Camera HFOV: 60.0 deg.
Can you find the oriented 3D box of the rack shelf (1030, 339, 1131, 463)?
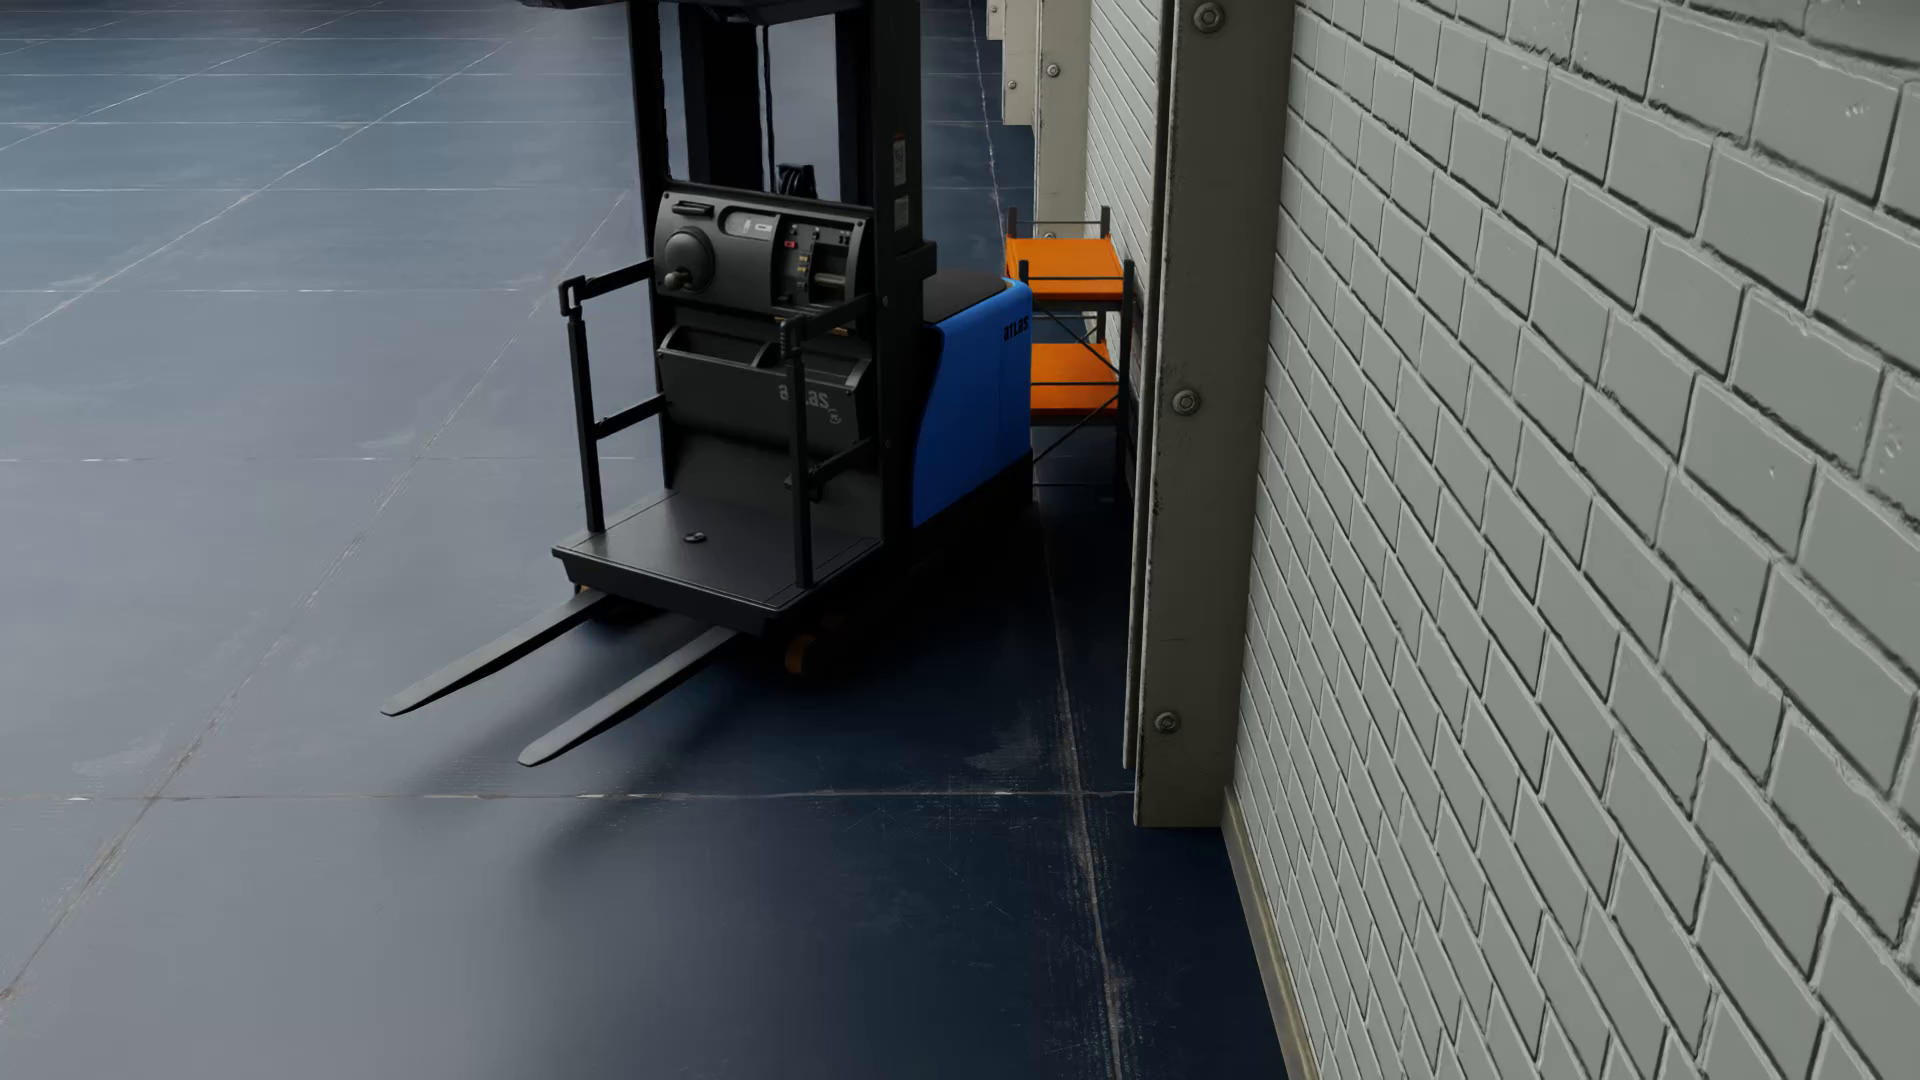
[{"bbox_3d":[0.491,-0.682,7.983,0.538,0.278,1.000,0,24,-1],"label":"rack shelf"}]

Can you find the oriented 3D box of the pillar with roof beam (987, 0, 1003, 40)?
[{"bbox_3d":[-3.796,-10.675,19.932,9.100,9.000,0.400,0,24,-1],"label":"pillar with roof beam"}]

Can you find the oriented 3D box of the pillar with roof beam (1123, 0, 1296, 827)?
[{"bbox_3d":[-3.600,-3.258,3.533,9.100,9.000,0.400,0,24,-1],"label":"pillar with roof beam"}]

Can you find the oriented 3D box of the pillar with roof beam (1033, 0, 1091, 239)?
[{"bbox_3d":[-3.665,-5.730,8.999,9.100,9.000,0.400,0,24,-1],"label":"pillar with roof beam"}]

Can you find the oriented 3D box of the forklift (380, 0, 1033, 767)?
[{"bbox_3d":[-0.855,-1.039,5.990,1.130,2.935,3.031,14,28,27],"label":"forklift"}]

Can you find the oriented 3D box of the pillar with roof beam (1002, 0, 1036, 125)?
[{"bbox_3d":[-3.731,-8.202,14.466,9.100,9.000,0.400,0,24,-1],"label":"pillar with roof beam"}]

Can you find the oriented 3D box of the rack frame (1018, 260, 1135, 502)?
[{"bbox_3d":[0.502,-0.695,7.419,0.500,1.125,0.032,0,24,-1],"label":"rack frame"}]

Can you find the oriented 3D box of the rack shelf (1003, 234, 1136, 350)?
[{"bbox_3d":[0.492,-1.171,7.762,0.538,0.278,1.000,0,24,-1],"label":"rack shelf"}]

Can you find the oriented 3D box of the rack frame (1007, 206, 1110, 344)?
[{"bbox_3d":[0.481,-1.114,8.345,0.500,1.125,0.032,0,24,-1],"label":"rack frame"}]

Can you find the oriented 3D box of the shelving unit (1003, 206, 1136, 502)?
[{"bbox_3d":[0.492,-0.904,7.882,0.538,1.125,1.048,0,24,-1],"label":"shelving unit"}]
